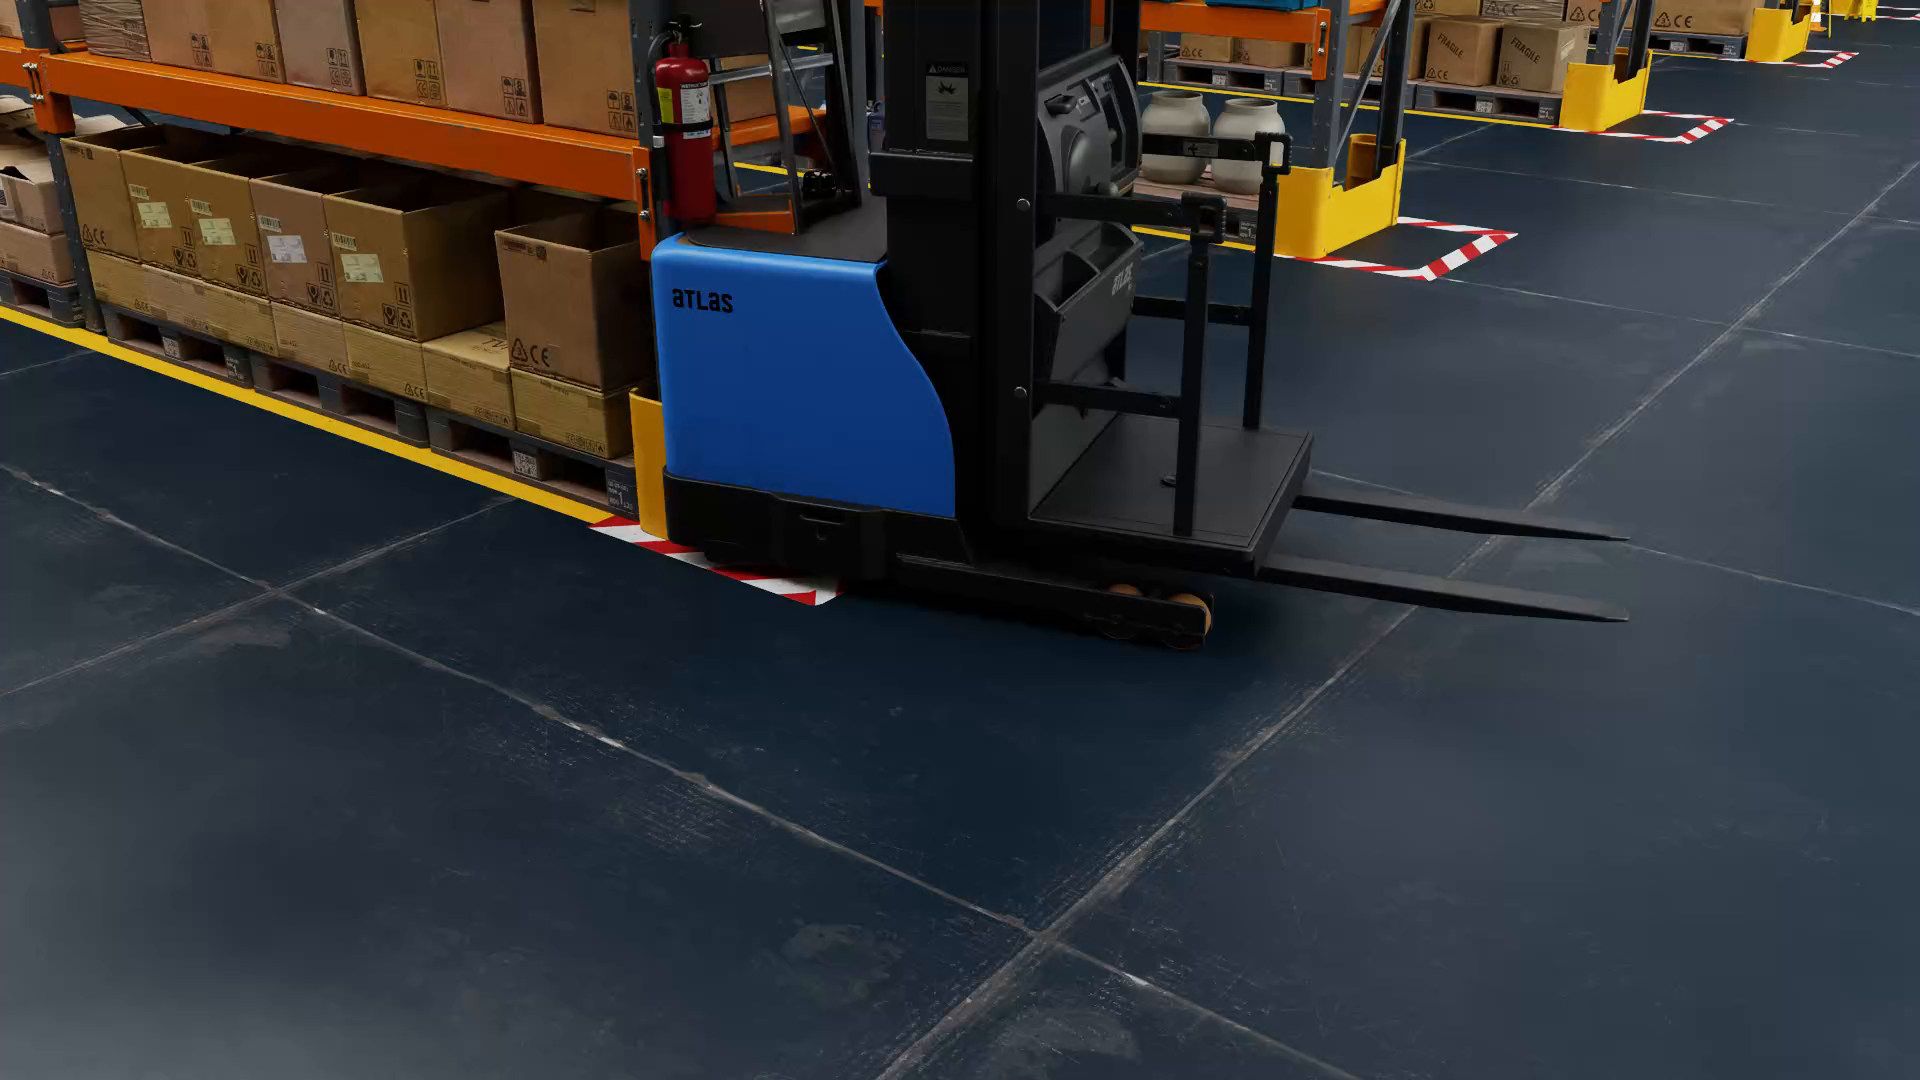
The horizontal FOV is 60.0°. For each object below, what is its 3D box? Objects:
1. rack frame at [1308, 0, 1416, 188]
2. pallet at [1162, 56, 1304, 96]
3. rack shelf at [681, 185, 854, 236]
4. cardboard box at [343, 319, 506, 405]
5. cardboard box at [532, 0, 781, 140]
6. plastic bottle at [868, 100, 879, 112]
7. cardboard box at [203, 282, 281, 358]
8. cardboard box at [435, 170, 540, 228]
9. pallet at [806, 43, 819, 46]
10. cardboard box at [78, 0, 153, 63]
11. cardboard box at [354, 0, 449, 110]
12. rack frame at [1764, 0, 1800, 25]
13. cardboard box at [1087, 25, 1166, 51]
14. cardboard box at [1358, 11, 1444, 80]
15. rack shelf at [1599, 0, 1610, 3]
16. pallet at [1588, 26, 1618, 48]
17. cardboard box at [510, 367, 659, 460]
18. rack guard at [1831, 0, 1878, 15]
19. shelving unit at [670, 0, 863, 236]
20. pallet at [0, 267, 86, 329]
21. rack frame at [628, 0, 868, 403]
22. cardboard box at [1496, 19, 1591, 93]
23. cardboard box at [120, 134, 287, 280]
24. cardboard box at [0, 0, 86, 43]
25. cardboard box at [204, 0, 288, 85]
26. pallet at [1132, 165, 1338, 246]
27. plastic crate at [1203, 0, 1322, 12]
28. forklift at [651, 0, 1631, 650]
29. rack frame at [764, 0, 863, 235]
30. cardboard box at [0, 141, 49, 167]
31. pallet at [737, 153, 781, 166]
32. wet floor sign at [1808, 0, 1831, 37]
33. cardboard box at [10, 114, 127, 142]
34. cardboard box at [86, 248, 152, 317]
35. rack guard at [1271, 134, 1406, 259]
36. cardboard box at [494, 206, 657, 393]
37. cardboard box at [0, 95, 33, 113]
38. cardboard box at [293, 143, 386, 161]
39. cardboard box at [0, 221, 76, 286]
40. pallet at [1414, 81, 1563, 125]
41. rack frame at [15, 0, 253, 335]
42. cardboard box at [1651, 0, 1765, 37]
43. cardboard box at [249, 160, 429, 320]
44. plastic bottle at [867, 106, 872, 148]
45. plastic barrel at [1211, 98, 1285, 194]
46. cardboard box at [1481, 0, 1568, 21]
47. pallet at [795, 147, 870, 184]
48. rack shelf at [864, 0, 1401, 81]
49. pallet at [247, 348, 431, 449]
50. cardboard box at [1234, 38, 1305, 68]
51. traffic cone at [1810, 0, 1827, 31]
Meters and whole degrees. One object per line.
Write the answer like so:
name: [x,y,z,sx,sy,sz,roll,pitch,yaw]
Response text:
rack frame: [2.292,-3.164,9.211,0.127,3.000,1.000,17,29,33]
pallet: [2.620,-4.303,15.253,1.213,0.211,1.003,17,29,33]
rack shelf: [-0.617,-0.895,5.528,0.480,0.518,0.431,4,22,27]
cardboard box: [-2.096,-0.773,6.673,0.500,0.250,0.500,17,29,33]
cardboard box: [-1.048,-1.730,5.832,0.500,0.500,0.700,17,29,33]
plastic bottle: [-0.578,-2.837,11.291,0.133,0.283,0.061,17,29,33]
cardboard box: [-2.899,-1.013,7.219,0.500,0.250,0.500,17,29,33]
cardboard box: [-1.786,-1.283,6.900,0.500,0.500,0.500,17,29,33]
pallet: [-1.725,-5.636,18.279,1.213,0.211,1.003,17,29,33]
cardboard box: [-3.524,-2.475,7.523,0.500,0.500,0.700,16,28,32]
cardboard box: [-1.865,-1.977,6.393,0.500,0.500,0.700,17,29,34]
rack frame: [8.318,-6.338,16.415,0.127,3.000,1.000,17,29,33]
cardboard box: [1.583,-4.942,15.802,0.500,0.500,0.700,14,28,29]
cardboard box: [3.784,-4.258,14.273,0.500,0.500,0.500,20,31,38]
rack shelf: [3.662,-4.917,14.081,4.000,0.370,1.077,17,29,33]
pallet: [6.659,-5.525,18.029,1.213,0.211,1.003,17,29,33]
cardboard box: [-1.288,-0.535,6.134,0.500,0.250,0.500,17,29,33]
rack guard: [11.145,-6.834,20.641,0.348,0.500,1.175,17,29,33]
shelving unit: [-0.619,-0.908,5.523,0.503,2.100,0.431,4,22,27]
pallet: [-4.495,-1.424,8.720,1.213,0.211,1.003,17,29,33]
rack frame: [-0.682,-1.567,5.586,0.127,3.000,1.000,17,29,33]
cardboard box: [4.773,-3.967,13.613,0.500,0.500,0.500,-20,31,-38]
cardboard box: [-3.294,-1.480,7.348,0.500,0.500,0.500,17,29,33]
cardboard box: [-4.303,-2.571,8.050,0.500,0.250,0.500,19,30,36]
cardboard box: [-2.699,-2.227,6.960,0.500,0.500,0.700,17,29,34]
pallet: [1.556,-2.090,10.231,1.213,0.211,1.003,17,29,33]
plastic crate: [1.712,-3.121,9.297,0.616,0.251,0.499,17,29,33]
forklift: [0.584,-1.253,4.958,3.031,2.935,1.130,9,25,19]
rack frame: [-0.402,-0.894,5.411,0.015,2.100,0.400,4,22,27]
cardboard box: [-4.799,-1.854,8.432,0.500,0.311,0.500,18,29,35]
pallet: [-1.560,-3.033,12.372,1.213,0.211,1.003,17,29,33]
wet floor sign: [9.529,-5.893,18.324,0.232,0.644,0.267,12,26,24]
cardboard box: [-4.876,-2.153,9.109,0.500,0.311,0.500,16,28,32]
cardboard box: [-3.693,-1.258,7.775,0.500,0.250,0.500,17,29,33]
rack guard: [2.203,-2.024,9.723,0.348,0.500,1.175,17,29,33]
cardboard box: [-1.289,-0.878,5.981,0.500,0.500,0.500,17,29,33]
cardboard box: [-5.694,-2.398,9.667,0.500,0.311,0.500,17,29,33]
cardboard box: [-2.585,-1.525,7.451,0.500,0.500,0.500,17,29,33]
cardboard box: [-4.388,-1.475,8.267,0.500,0.250,0.500,16,29,33]
pallet: [4.573,-3.712,13.914,1.213,0.211,1.003,17,29,33]
rack frame: [-3.882,-2.534,7.782,0.127,3.000,1.000,17,29,33]
cardboard box: [7.736,-5.701,17.082,0.875,0.875,0.875,17,29,34]
cardboard box: [-2.498,-1.236,6.795,0.500,0.500,0.500,17,29,33]
plastic bottle: [-0.641,-2.799,11.214,0.135,0.276,0.152,18,30,35]
plastic barrel: [1.720,-2.352,9.934,0.421,0.512,0.421,0,24,0]
cardboard box: [6.302,-6.134,18.066,0.875,0.875,0.875,17,29,34]
pallet: [-0.396,-2.680,11.570,1.213,0.211,1.003,17,29,33]
rack shelf: [0.692,-3.319,10.454,4.000,0.370,1.077,17,29,33]
pallet: [-2.291,-0.758,7.208,1.213,0.211,1.003,17,29,33]
cardboard box: [2.821,-4.532,14.895,0.500,0.500,0.500,-16,28,-31]
traffic cone: [9.695,-6.046,18.899,0.334,0.463,0.336,17,29,33]
